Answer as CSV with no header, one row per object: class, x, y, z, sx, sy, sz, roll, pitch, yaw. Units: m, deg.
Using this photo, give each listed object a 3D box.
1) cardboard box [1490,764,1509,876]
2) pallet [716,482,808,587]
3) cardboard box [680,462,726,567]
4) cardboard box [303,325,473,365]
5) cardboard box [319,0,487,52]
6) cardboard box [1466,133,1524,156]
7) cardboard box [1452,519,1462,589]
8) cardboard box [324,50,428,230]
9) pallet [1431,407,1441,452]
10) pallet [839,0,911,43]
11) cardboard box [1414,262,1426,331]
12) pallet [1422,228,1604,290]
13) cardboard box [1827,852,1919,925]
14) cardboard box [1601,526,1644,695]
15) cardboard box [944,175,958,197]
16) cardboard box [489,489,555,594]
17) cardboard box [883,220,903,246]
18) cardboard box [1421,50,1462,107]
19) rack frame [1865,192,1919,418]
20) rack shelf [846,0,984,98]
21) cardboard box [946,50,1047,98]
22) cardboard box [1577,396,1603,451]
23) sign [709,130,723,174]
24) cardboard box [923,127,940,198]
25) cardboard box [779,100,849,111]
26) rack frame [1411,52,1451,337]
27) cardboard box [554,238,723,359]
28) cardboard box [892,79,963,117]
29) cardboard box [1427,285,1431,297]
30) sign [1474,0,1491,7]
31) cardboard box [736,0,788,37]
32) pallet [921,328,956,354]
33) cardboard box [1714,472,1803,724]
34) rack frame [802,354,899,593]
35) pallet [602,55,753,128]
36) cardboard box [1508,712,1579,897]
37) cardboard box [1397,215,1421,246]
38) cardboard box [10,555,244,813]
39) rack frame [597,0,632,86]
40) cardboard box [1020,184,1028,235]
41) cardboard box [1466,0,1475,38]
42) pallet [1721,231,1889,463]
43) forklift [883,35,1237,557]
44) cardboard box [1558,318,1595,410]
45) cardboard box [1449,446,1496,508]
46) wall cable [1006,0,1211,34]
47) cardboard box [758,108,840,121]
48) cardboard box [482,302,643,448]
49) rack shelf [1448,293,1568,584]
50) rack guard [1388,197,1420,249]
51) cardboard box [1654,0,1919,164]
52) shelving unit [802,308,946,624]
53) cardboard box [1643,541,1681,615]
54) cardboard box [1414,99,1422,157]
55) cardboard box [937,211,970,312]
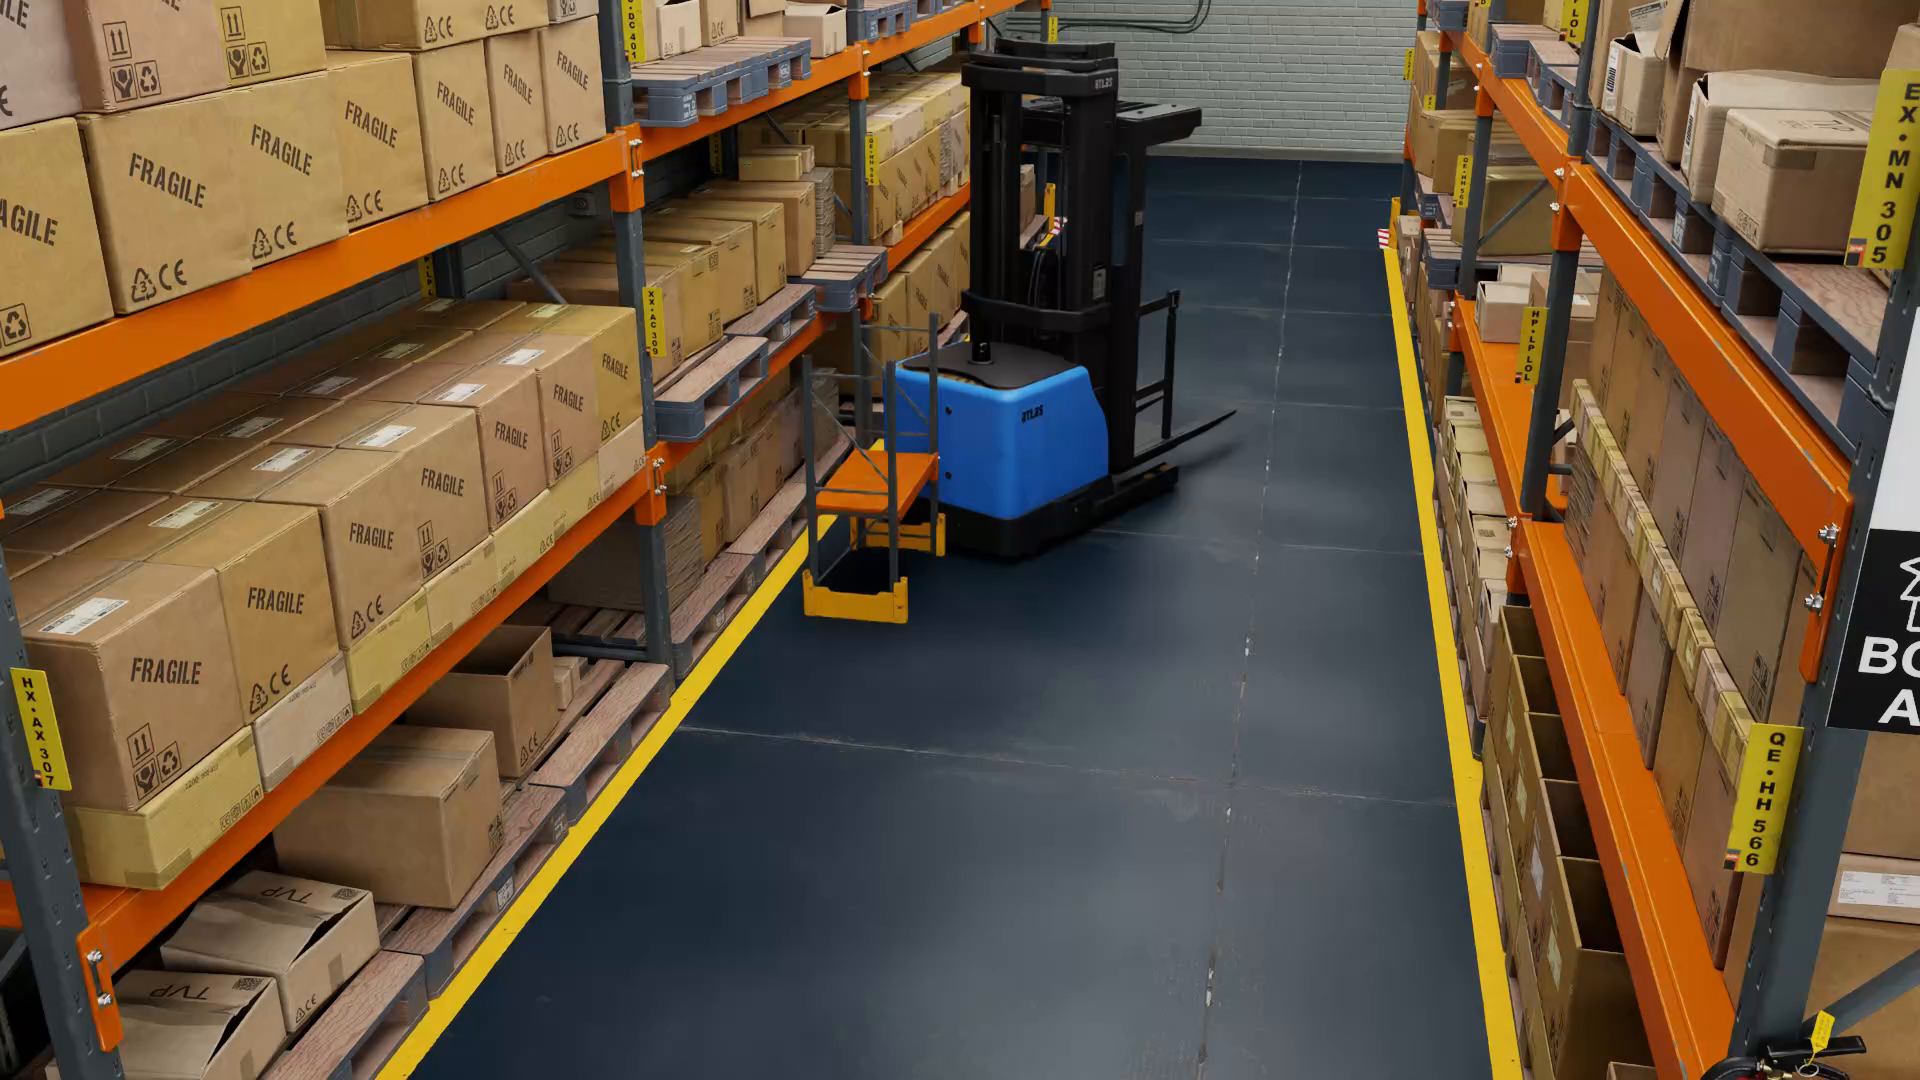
cardboard box,2.404,1.144,6.616,0.500,0.250,0.500,4,22,11
pallet,-1.543,-0.081,10.271,1.003,0.211,1.213,4,22,11
cardboard box,-1.757,-0.150,9.467,0.700,0.500,0.500,4,22,10
cardboard box,-2.357,-0.584,6.960,0.500,0.500,0.500,4,22,11
cardboard box,-1.982,-1.956,5.680,0.500,0.500,0.500,4,22,9
cardboard box,4.235,-2.782,12.549,0.700,0.500,0.500,-1,22,-3
cardboard box,3.018,0.083,9.250,0.500,0.250,0.500,5,22,12
cardboard box,-2.116,-1.311,5.417,0.500,0.500,0.500,6,23,14
pallet,3.908,-0.705,11.822,1.003,0.211,1.213,4,22,11
pallet,-1.052,-3.648,11.634,1.213,0.211,1.003,6,23,13
cardboard box,4.198,-2.077,14.254,0.500,0.500,0.500,3,22,8
pallet,3.788,-1.893,11.295,1.213,0.211,1.003,4,22,11
cardboard box,1.978,0.696,3.608,0.380,0.149,0.250,4,22,10
cardboard box,2.611,0.227,5.640,0.700,0.500,0.500,5,22,12
cardboard box,-0.229,-3.029,14.168,0.380,0.149,0.250,4,22,11
cardboard box,-1.945,-0.018,6.558,0.500,0.250,0.500,4,22,11
cardboard box,-0.640,-2.282,12.315,0.380,0.149,0.250,5,23,13
cardboard box,4.590,-4.278,15.488,0.500,0.500,0.500,5,22,11
rack frame,2.086,-1.585,2.244,1.000,3.000,0.127,4,22,11
rack shelf,-0.723,-3.894,12.954,1.077,0.370,4.000,4,22,11
cardboard box,0.407,-4.982,18.308,0.980,0.700,0.700,5,23,13
cardboard box,2.607,-0.437,6.422,0.380,0.149,0.250,5,22,12
sign,-1.675,-2.683,11.450,0.100,0.325,0.005,4,22,11
cardboard box,-0.465,-3.020,13.277,0.500,0.500,0.500,5,22,12
cardboard box,-1.076,-3.208,12.742,0.500,0.250,0.500,4,22,10
rack frame,4.535,-3.191,14.262,1.000,3.000,0.127,4,22,11
cardboard box,-1.689,-1.280,8.793,0.700,0.500,0.500,7,23,16
cardboard box,-0.274,-3.732,14.043,0.500,0.250,0.500,5,22,12
cardboard box,3.994,-2.060,13.206,0.500,0.250,0.500,5,22,11
sign,3.188,-3.402,10.077,0.100,0.325,0.005,4,22,11
cardboard box,-1.487,-3.086,9.821,0.797,0.503,0.637,8,23,18
pallet,-0.646,-1.539,13.891,1.003,0.211,1.213,4,22,11
cardboard box,2.307,0.167,4.052,0.700,0.500,0.500,4,22,10
rack frame,-0.585,-0.259,8.988,0.500,1.500,0.032,4,22,11
pallet,-1.717,-2.164,7.947,1.213,0.211,1.003,4,22,11
cardboard box,2.298,0.979,6.023,0.500,0.500,0.500,4,22,11
cardboard box,4.861,-3.223,17.432,0.500,0.250,0.500,4,22,11
cardboard box,-2.372,0.382,4.560,0.500,0.500,0.500,4,22,11
rack frame,-1.948,-3.425,6.811,1.000,3.000,0.127,4,22,11
cardboard box,0.354,-3.619,18.108,0.700,0.500,0.500,4,22,11
cardboard box,3.985,-3.705,11.389,0.910,0.500,0.500,4,22,11
pallet,2.256,-0.410,3.459,1.003,0.211,1.213,4,22,11
forklift,0.821,-1.741,10.753,1.130,2.935,3.031,16,27,35
cardboard box,3.183,-0.784,8.152,0.500,0.500,0.500,6,23,15
cardboard box,3.119,-0.360,9.599,0.500,0.311,0.500,4,22,9
wall cable,2.005,-8.414,23.357,3.097,2.526,0.112,4,22,11
cardboard box,-1.183,-3.021,12.277,0.500,0.250,0.500,4,22,9
cardboard box,-1.741,-0.733,7.328,0.500,0.500,0.500,4,22,11
rack shelf,3.311,-0.663,8.948,1.077,0.370,4.000,4,22,11
rack guard,5.336,-3.467,18.293,1.175,0.500,0.348,4,22,11
cardboard box,2.443,-1.372,4.842,0.797,0.503,0.637,7,23,17
shelving unit,-0.480,-0.448,9.458,0.587,1.500,1.083,4,22,11
cardboard box,2.292,0.128,5.017,0.380,0.149,0.250,4,22,10
cardboard box,4.694,-4.003,16.144,0.500,0.500,0.500,5,22,12
cardboard box,-0.320,-2.518,14.905,0.750,0.750,0.750,5,22,12
